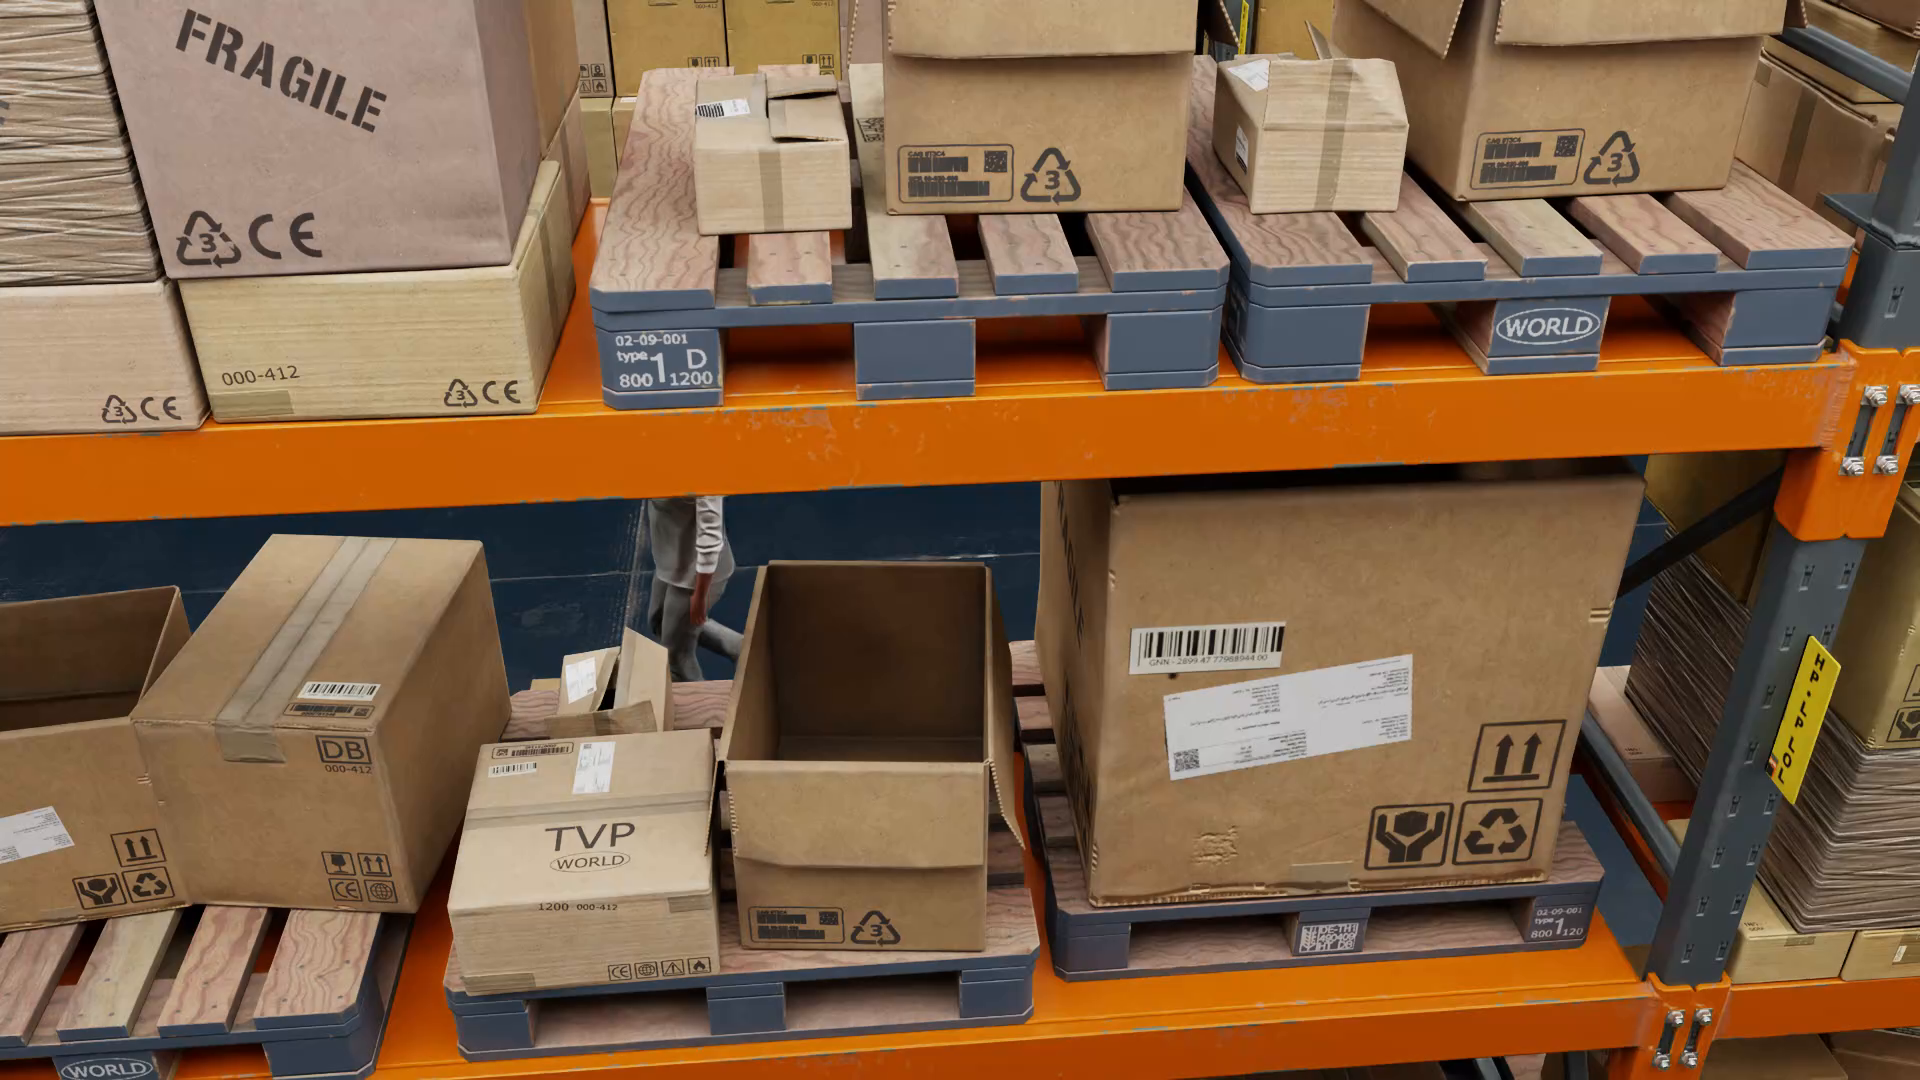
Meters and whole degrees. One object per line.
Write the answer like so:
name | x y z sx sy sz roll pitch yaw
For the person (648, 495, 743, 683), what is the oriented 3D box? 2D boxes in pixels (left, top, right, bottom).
person | -0.920 0.064 5.945 0.473 1.528 0.430 -8 32 -13
